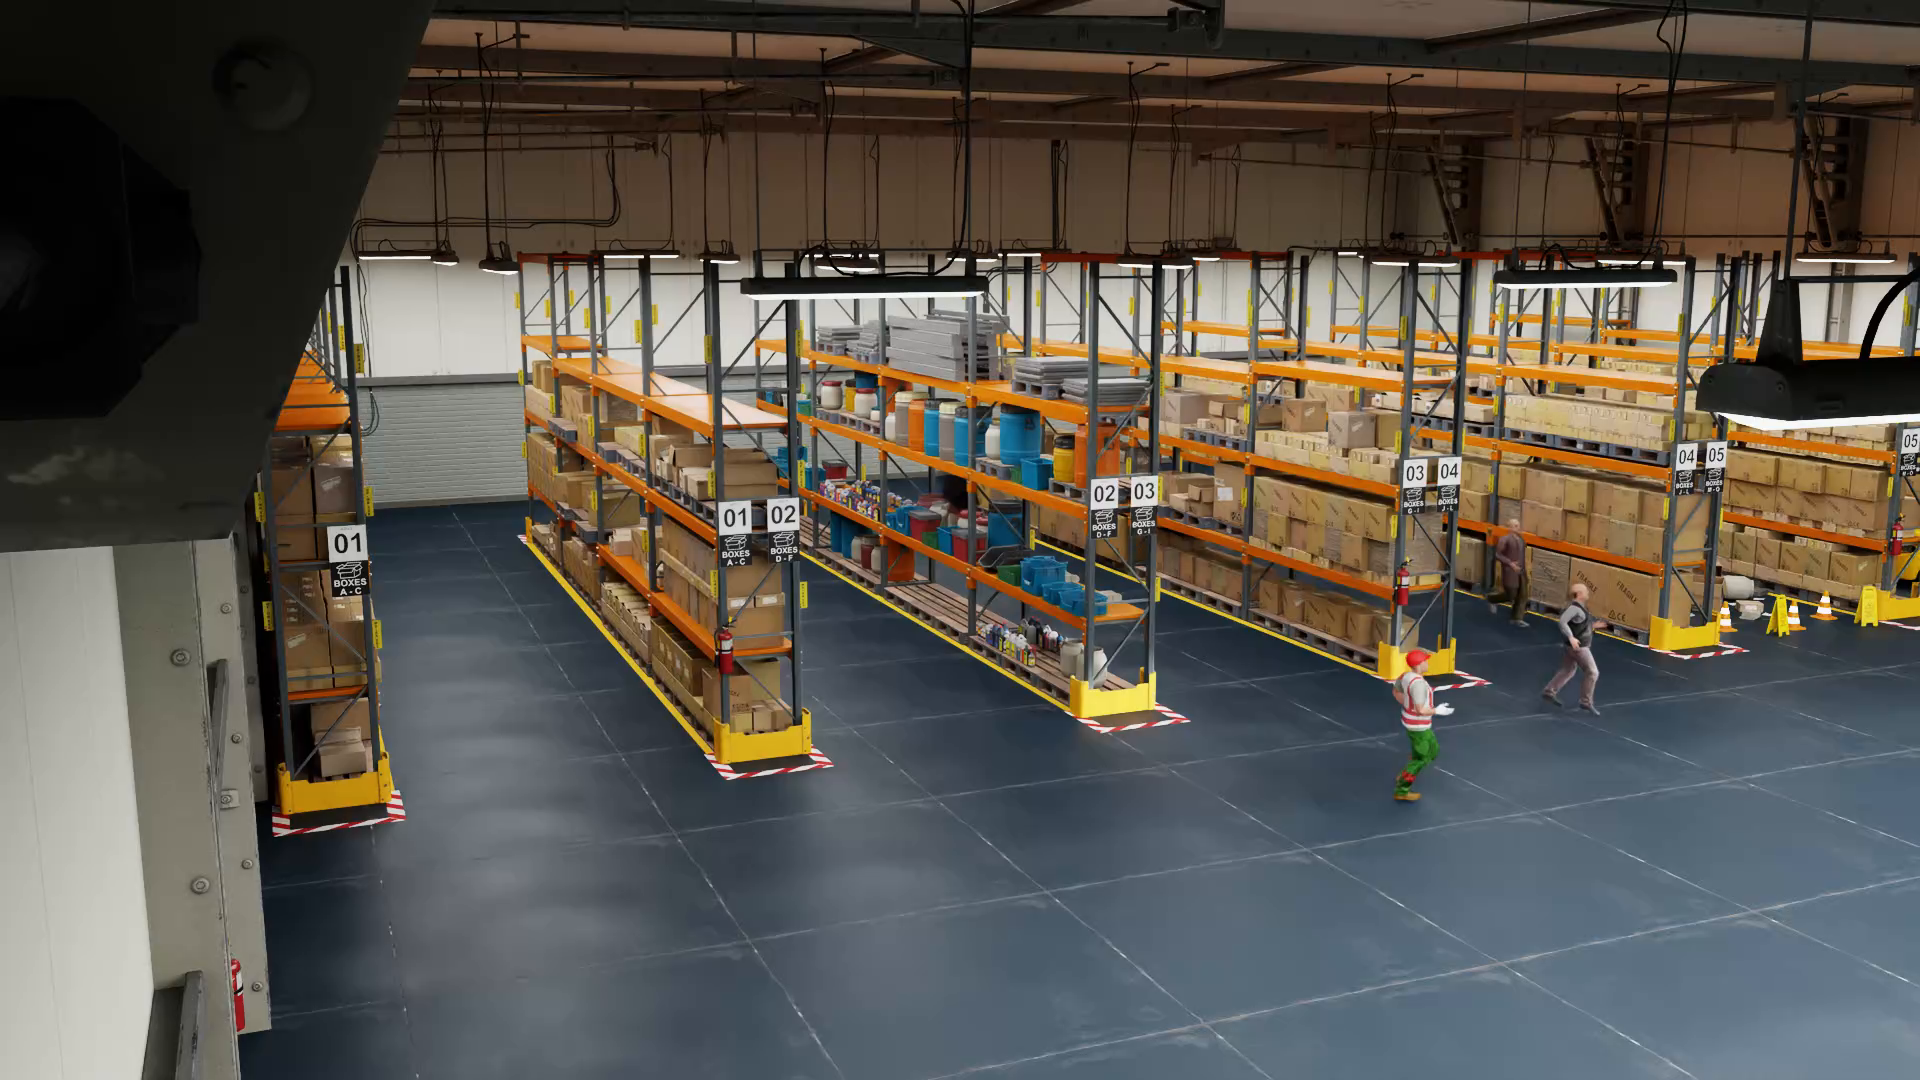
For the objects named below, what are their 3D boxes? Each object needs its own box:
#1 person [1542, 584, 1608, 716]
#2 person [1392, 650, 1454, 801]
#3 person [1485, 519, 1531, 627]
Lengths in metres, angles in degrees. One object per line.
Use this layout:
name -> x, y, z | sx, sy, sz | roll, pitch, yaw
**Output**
person -> 8.248, 1.457, 22.275 | 0.774, 1.771, 0.633 | 3, 11, 15
person -> 5.207, 2.081, 18.721 | 0.601, 1.746, 0.641 | 1, 10, 4
person -> 9.077, 0.518, 27.359 | 0.708, 1.748, 0.875 | -6, 12, -30
